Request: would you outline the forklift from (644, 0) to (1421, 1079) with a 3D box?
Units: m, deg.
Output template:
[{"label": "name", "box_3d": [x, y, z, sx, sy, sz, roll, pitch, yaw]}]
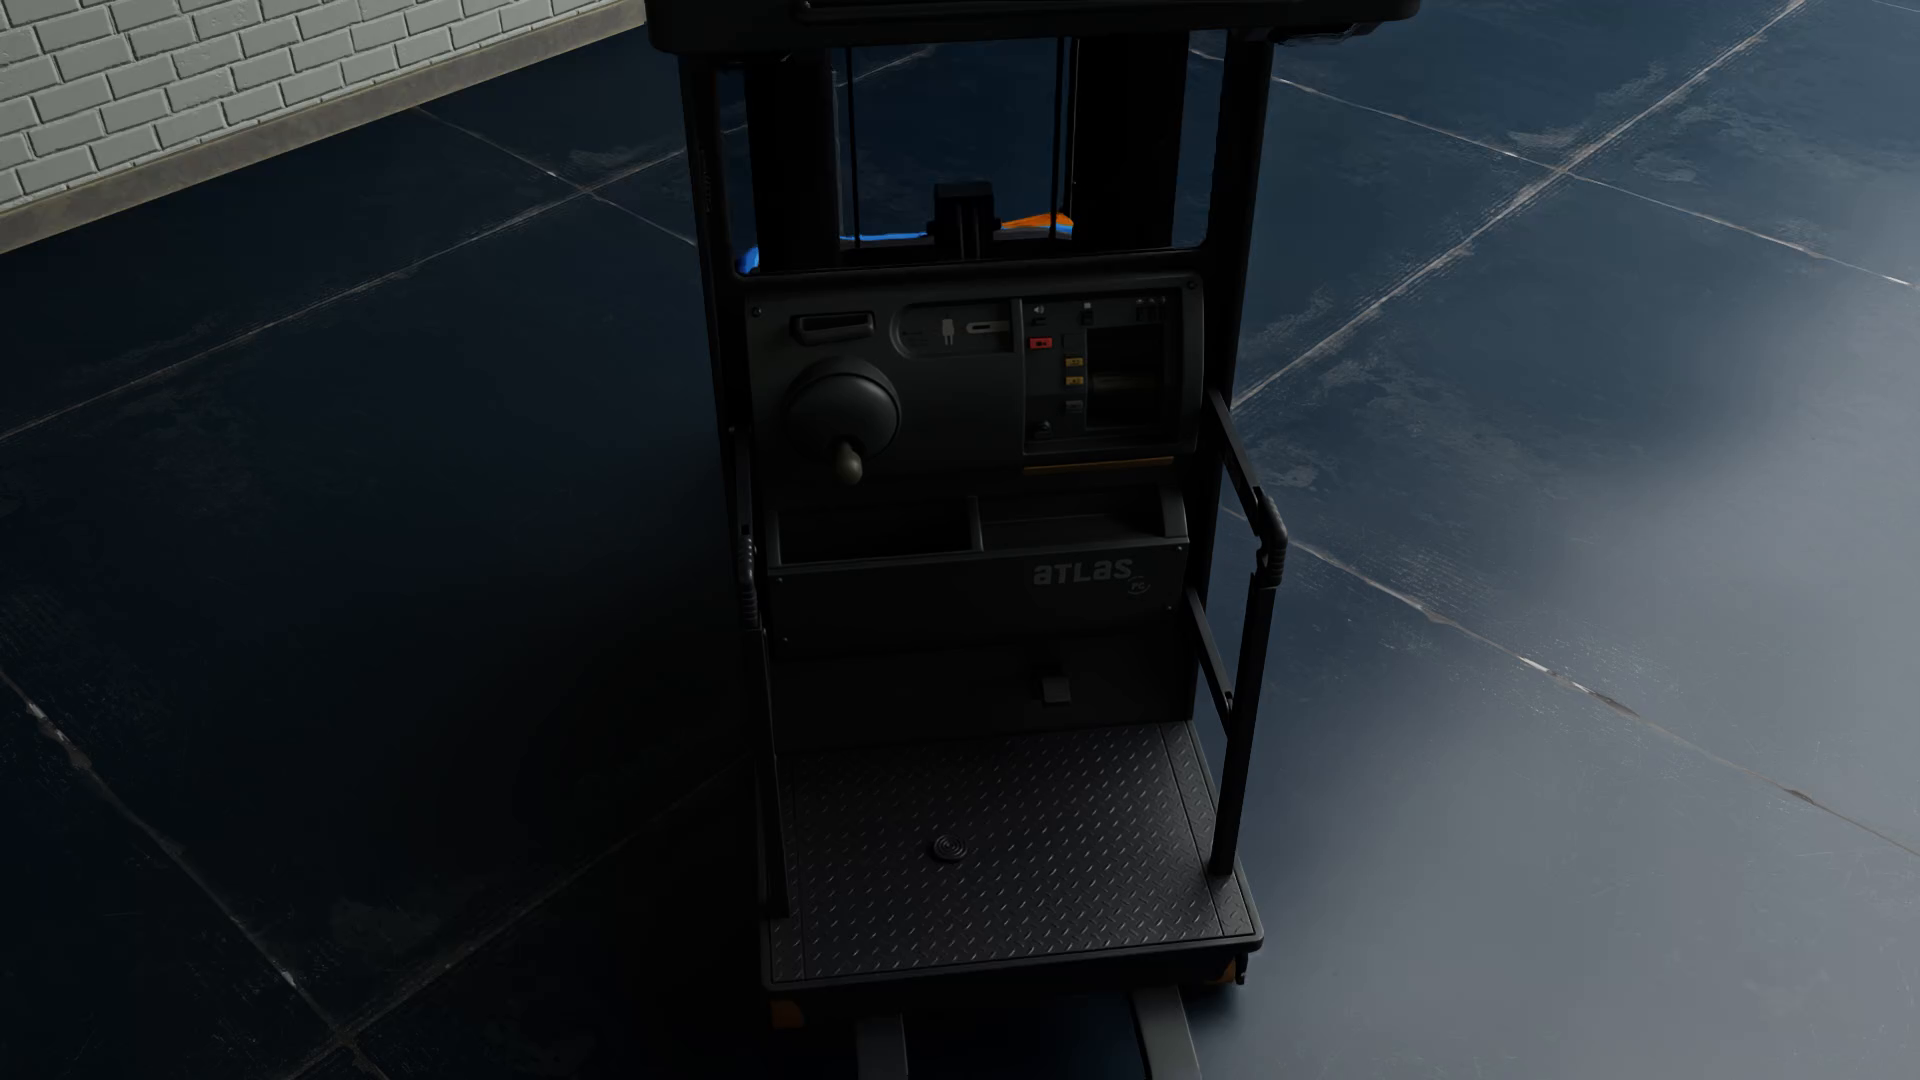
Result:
[{"label": "forklift", "box_3d": [0.065, -0.256, 3.217, 1.130, 2.935, 3.031, -4, 39, -5]}]

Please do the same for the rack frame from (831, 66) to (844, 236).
[{"label": "rack frame", "box_3d": [-0.449, -0.791, 5.040, 0.032, 1.500, 0.500, -16, 41, -20]}]

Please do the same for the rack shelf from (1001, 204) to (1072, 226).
[{"label": "rack shelf", "box_3d": [0.010, -0.786, 5.322, 1.000, 0.185, 0.538, -16, 41, -20]}]

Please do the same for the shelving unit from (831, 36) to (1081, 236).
[{"label": "shelving unit", "box_3d": [0.019, -0.929, 5.213, 1.083, 1.500, 0.587, -16, 41, -20]}]

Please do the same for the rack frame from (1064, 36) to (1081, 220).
[{"label": "rack frame", "box_3d": [0.470, -1.062, 5.380, 0.032, 1.500, 0.500, -16, 41, -20]}]
